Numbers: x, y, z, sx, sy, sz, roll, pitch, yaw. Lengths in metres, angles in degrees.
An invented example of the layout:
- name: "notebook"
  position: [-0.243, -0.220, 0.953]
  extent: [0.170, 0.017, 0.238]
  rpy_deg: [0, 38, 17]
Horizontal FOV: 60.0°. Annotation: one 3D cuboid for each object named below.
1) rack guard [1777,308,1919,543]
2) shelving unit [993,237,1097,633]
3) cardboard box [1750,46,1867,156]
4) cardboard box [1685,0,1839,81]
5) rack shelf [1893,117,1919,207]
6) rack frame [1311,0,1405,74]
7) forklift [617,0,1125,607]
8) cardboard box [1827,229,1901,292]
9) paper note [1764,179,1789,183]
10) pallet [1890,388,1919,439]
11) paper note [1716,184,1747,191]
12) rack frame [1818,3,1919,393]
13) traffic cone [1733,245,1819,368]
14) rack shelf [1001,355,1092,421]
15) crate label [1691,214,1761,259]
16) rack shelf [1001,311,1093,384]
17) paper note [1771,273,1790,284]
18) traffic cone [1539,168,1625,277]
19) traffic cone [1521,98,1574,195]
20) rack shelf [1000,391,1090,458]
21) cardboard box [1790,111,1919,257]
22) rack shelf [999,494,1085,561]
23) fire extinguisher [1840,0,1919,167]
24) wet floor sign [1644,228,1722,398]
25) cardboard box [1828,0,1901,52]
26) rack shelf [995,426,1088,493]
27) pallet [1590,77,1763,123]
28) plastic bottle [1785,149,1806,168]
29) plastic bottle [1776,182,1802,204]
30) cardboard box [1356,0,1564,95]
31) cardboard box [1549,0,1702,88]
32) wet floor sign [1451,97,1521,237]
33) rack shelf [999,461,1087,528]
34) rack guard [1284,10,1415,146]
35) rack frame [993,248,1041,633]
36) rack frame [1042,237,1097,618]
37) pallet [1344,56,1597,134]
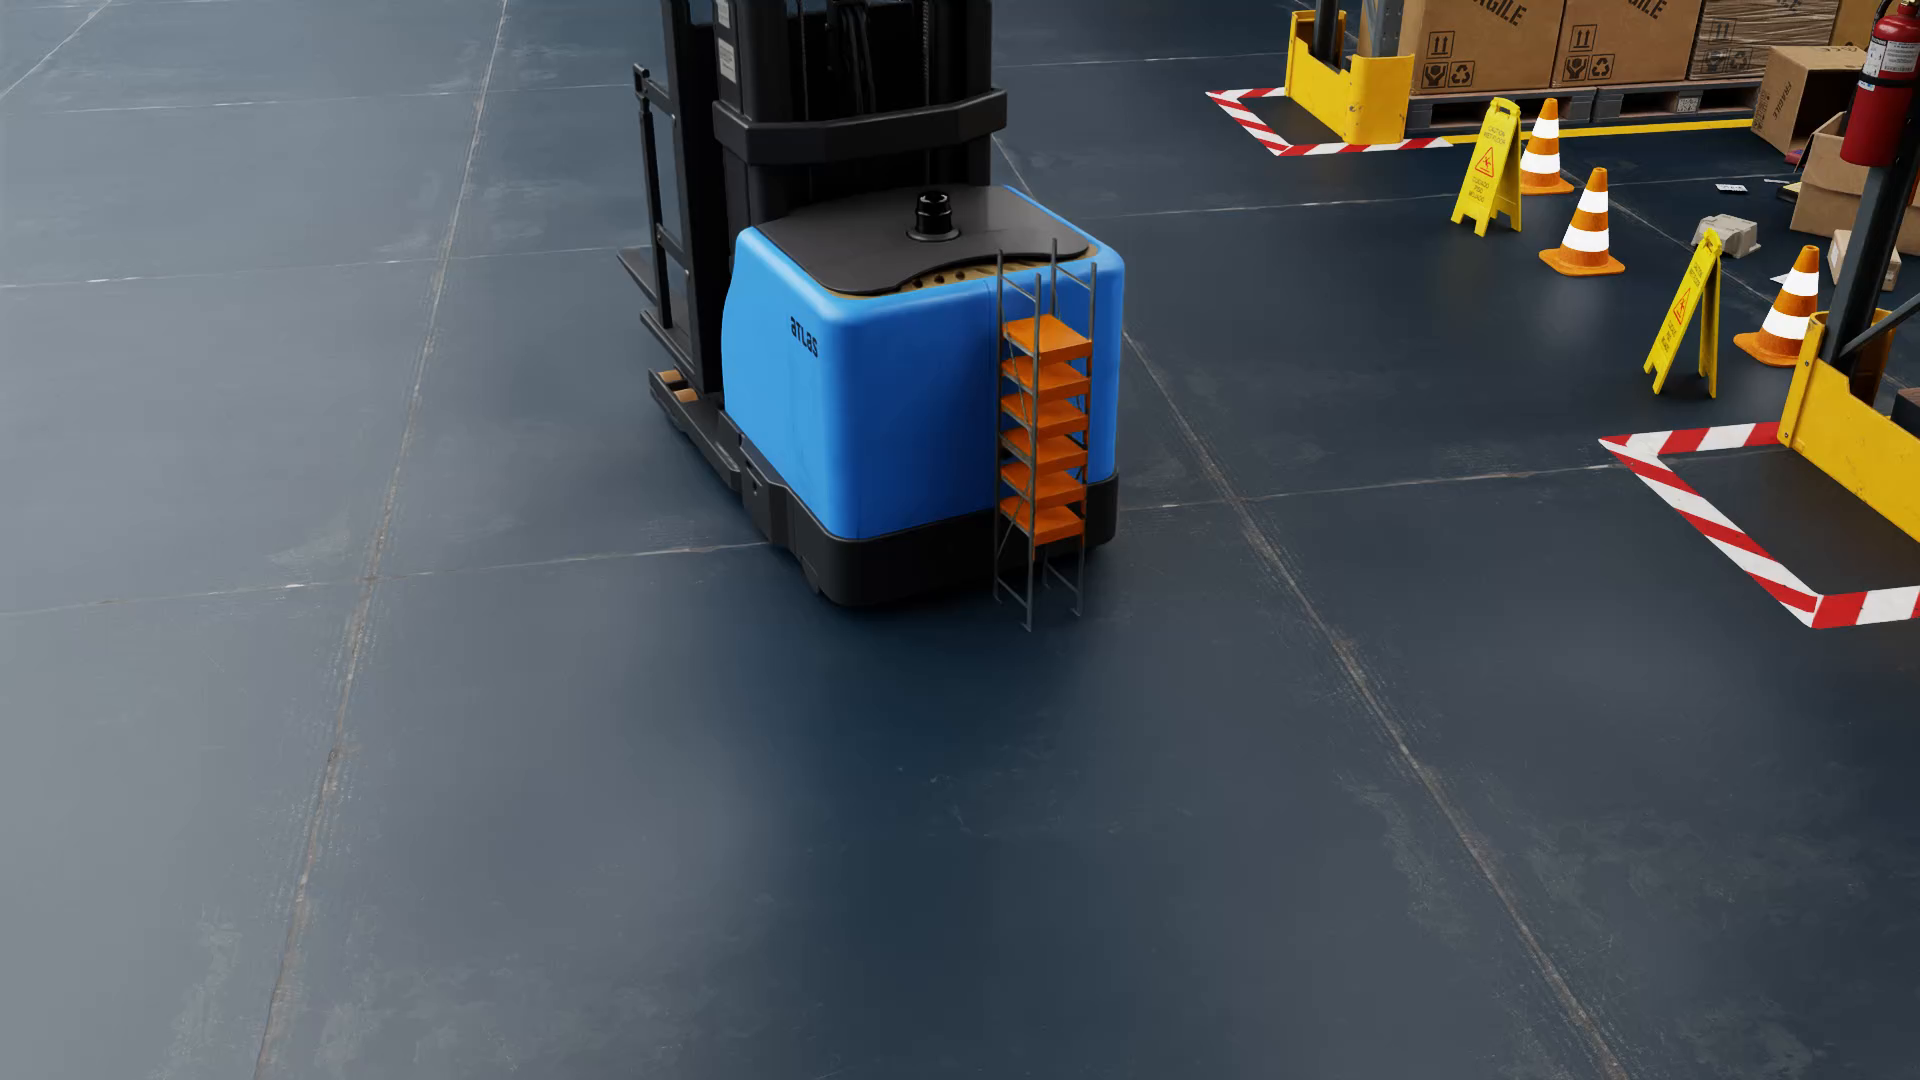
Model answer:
- name: "rack guard"
  position: [3.416, -0.354, 5.859]
  extent: [0.348, 0.500, 1.175]
  rpy_deg: [-5, 31, -9]
- name: "shelving unit"
  position: [0.249, -0.299, 5.075]
  extent: [0.189, 1.200, 0.258]
  rpy_deg: [-15, 34, -24]
- name: "cardboard box"
  position: [4.943, -2.519, 9.538]
  extent: [0.500, 0.500, 0.500]
  rpy_deg: [0, 30, 0]
- name: "cardboard box"
  position: [4.768, -3.407, 10.266]
  extent: [0.875, 0.875, 0.875]
  rpy_deg: [-5, 31, -9]
- name: "rack shelf"
  position: [5.309, -1.297, 5.706]
  extent: [4.000, 0.370, 1.077]
  rpy_deg: [-5, 31, -9]
- name: "rack frame"
  position: [2.350, -3.883, 9.395]
  extent: [0.127, 3.000, 1.000]
  rpy_deg: [-5, 31, -9]
- name: "forklift"
  position: [-0.580, -1.776, 5.878]
  extent: [1.130, 2.935, 3.031]
  rpy_deg: [-14, 33, -23]
- name: "cardboard box"
  position: [4.266, -1.322, 7.852]
  extent: [0.250, 0.149, 0.380]
  rpy_deg: [10, 32, 17]
- name: "paper note"
  position: [4.453, -1.955, 9.065]
  extent: [0.123, 0.001, 0.032]
  rpy_deg: [10, 32, 17]
- name: "pallet"
  position: [4.222, -0.286, 6.028]
  extent: [1.213, 0.211, 1.003]
  rpy_deg: [-5, 31, -9]
- name: "paper note"
  position: [4.158, -1.896, 8.945]
  extent: [0.142, 0.017, 0.144]
  rpy_deg: [5, 31, 8]
- name: "rack frame"
  position: [3.341, -1.424, 5.213]
  extent: [0.127, 3.000, 1.000]
  rpy_deg: [-5, 31, -9]
- name: "traffic cone"
  position: [3.532, -1.013, 7.017]
  extent: [0.334, 0.463, 0.336]
  rpy_deg: [-5, 31, -9]
- name: "rack shelf"
  position: [0.249, -0.468, 4.976]
  extent: [0.180, 0.103, 0.258]
  rpy_deg: [-15, 34, -24]
- name: "crate label"
  position: [3.760, -1.498, 8.162]
  extent: [0.298, 0.136, 0.250]
  rpy_deg: [-23, 38, -34]
- name: "rack shelf"
  position: [0.249, -0.571, 4.915]
  extent: [0.180, 0.103, 0.258]
  rpy_deg: [-15, 34, -24]
- name: "paper note"
  position: [3.913, -1.223, 7.800]
  extent: [0.142, 0.019, 0.148]
  rpy_deg: [-17, 34, -26]
- name: "traffic cone"
  position: [2.998, -1.536, 7.905]
  extent: [0.334, 0.463, 0.336]
  rpy_deg: [-5, 31, -9]
- name: "traffic cone"
  position: [3.128, -2.130, 8.916]
  extent: [0.334, 0.463, 0.336]
  rpy_deg: [-5, 31, -9]
- name: "rack shelf"
  position: [0.249, -0.364, 5.037]
  extent: [0.180, 0.103, 0.258]
  rpy_deg: [-15, 34, -24]
- name: "cardboard box"
  position: [4.613, -1.771, 8.265]
  extent: [0.797, 0.503, 0.637]
  rpy_deg: [23, 37, 33]
- name: "rack shelf"
  position: [0.249, -0.054, 5.219]
  extent: [0.180, 0.103, 0.258]
  rpy_deg: [-15, 34, -24]
- name: "fire extinguisher"
  position: [3.146, -1.610, 5.606]
  extent: [0.183, 0.674, 0.296]
  rpy_deg: [-5, 31, -9]
- name: "wet floor sign"
  position: [2.962, -0.926, 6.688]
  extent: [0.232, 0.644, 0.267]
  rpy_deg: [5, 31, 8]
- name: "cardboard box"
  position: [5.654, -3.491, 10.410]
  extent: [0.875, 0.875, 0.875]
  rpy_deg: [-5, 31, -8]
- name: "rack shelf"
  position: [0.249, -0.261, 5.098]
  extent: [0.180, 0.103, 0.258]
  rpy_deg: [-15, 34, -24]
- name: "pallet"
  position: [4.320, -2.903, 10.479]
  extent: [1.213, 0.211, 1.003]
  rpy_deg: [-5, 31, -9]
- name: "plastic bottle"
  position: [4.770, -2.108, 9.274]
  extent: [0.133, 0.061, 0.283]
  rpy_deg: [-17, 34, -26]
- name: "plastic bottle"
  position: [4.490, -1.856, 8.846]
  extent: [0.283, 0.061, 0.133]
  rpy_deg: [-17, 34, -26]
- name: "cardboard box"
  position: [3.005, -3.243, 9.988]
  extent: [0.875, 0.875, 0.875]
  rpy_deg: [-5, 31, -9]
- name: "cardboard box"
  position: [3.871, -3.325, 10.127]
  extent: [0.875, 0.875, 0.875]
  rpy_deg: [-6, 31, -10]
- name: "wet floor sign"
  position: [2.678, -1.879, 8.308]
  extent: [0.232, 0.644, 0.267]
  rpy_deg: [-11, 32, -17]
- name: "rack shelf"
  position: [0.249, -0.158, 5.159]
  extent: [0.180, 0.103, 0.258]
  rpy_deg: [-15, 34, -24]
- name: "rack guard"
  position: [2.327, -2.804, 10.025]
  extent: [0.348, 0.500, 1.175]
  rpy_deg: [-5, 31, -9]
- name: "rack frame"
  position: [0.168, -0.278, 5.038]
  extent: [0.006, 1.200, 0.240]
  rpy_deg: [-15, 34, -24]
- name: "rack frame"
  position: [0.330, -0.321, 5.112]
  extent: [0.006, 1.200, 0.240]
  rpy_deg: [-15, 34, -24]
- name: "pallet"
  position: [3.123, -2.793, 10.292]
  extent: [1.213, 0.211, 1.003]
  rpy_deg: [-5, 31, -9]
